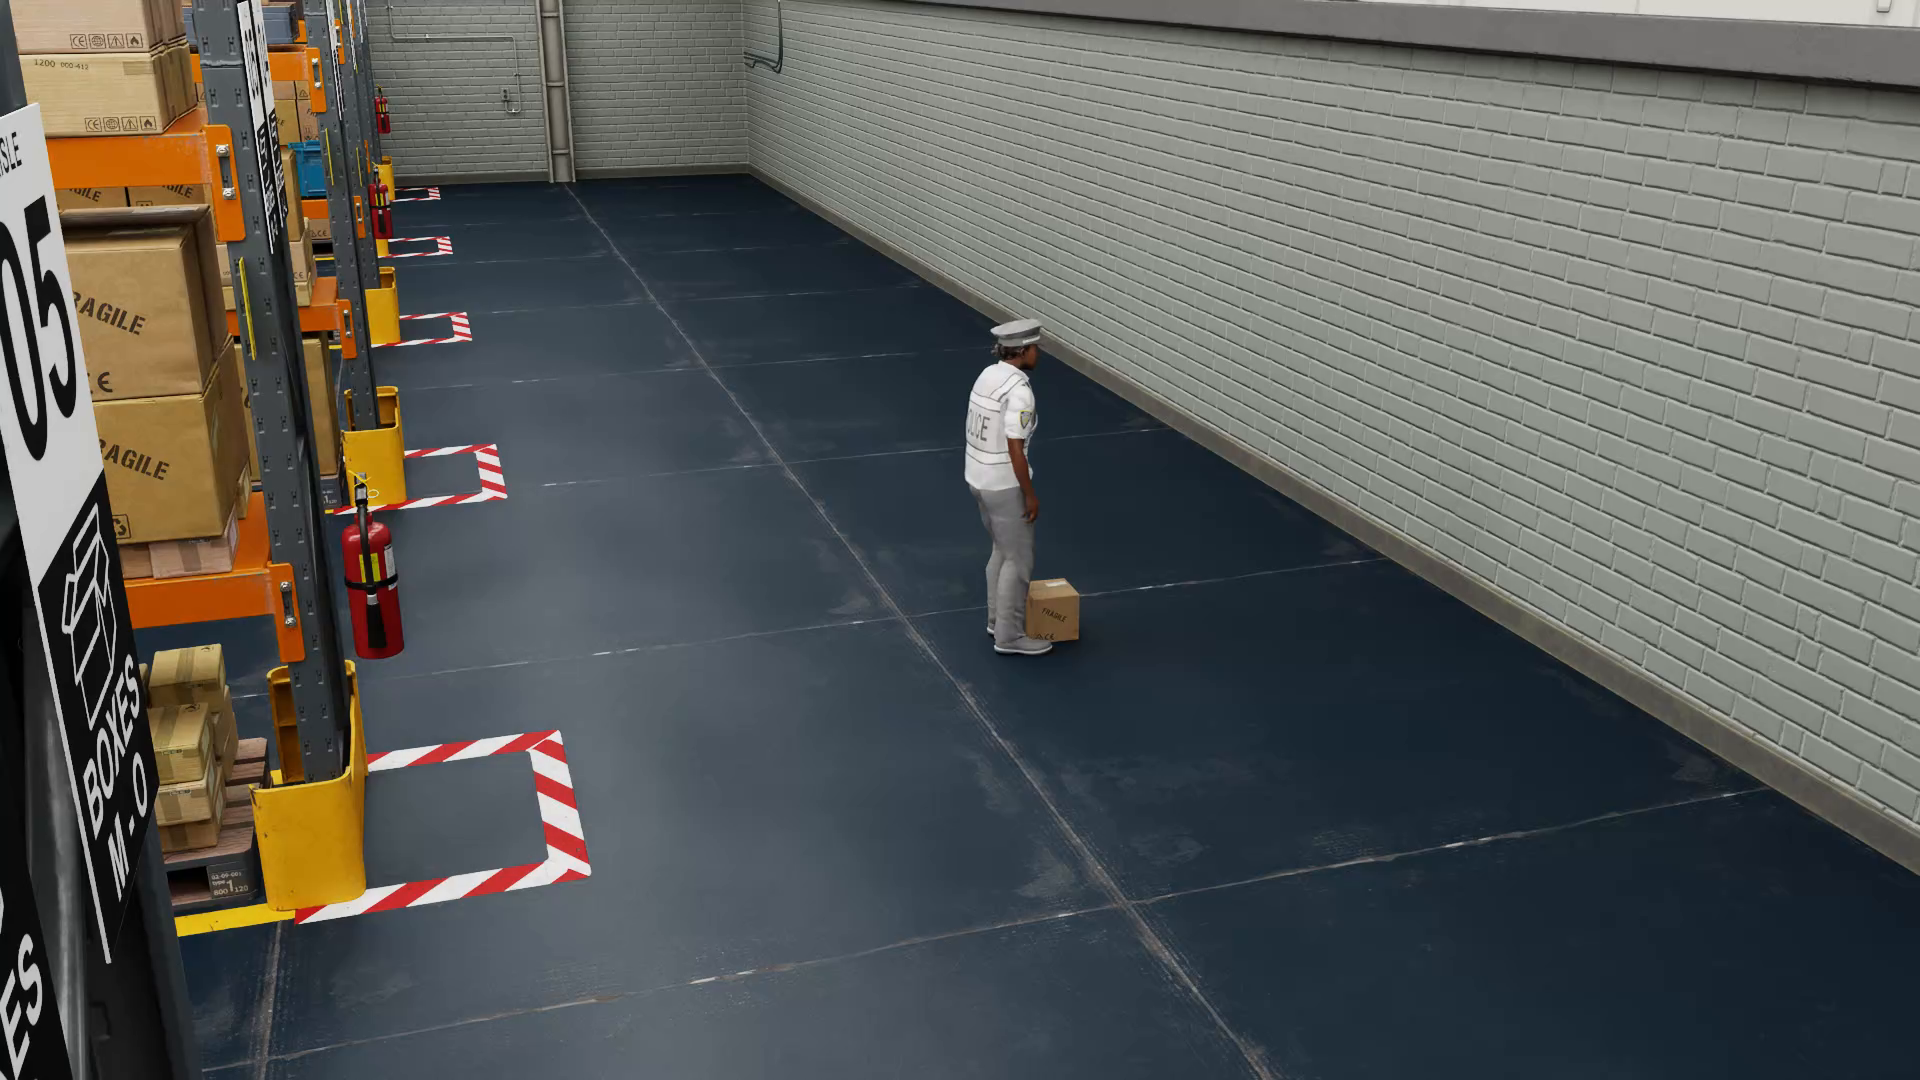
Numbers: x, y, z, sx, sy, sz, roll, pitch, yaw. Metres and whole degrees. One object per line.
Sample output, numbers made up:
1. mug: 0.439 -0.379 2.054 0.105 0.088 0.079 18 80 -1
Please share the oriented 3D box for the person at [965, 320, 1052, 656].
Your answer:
1. person: 0.251 -0.267 8.331 0.420 1.657 0.503 -6 20 -17
